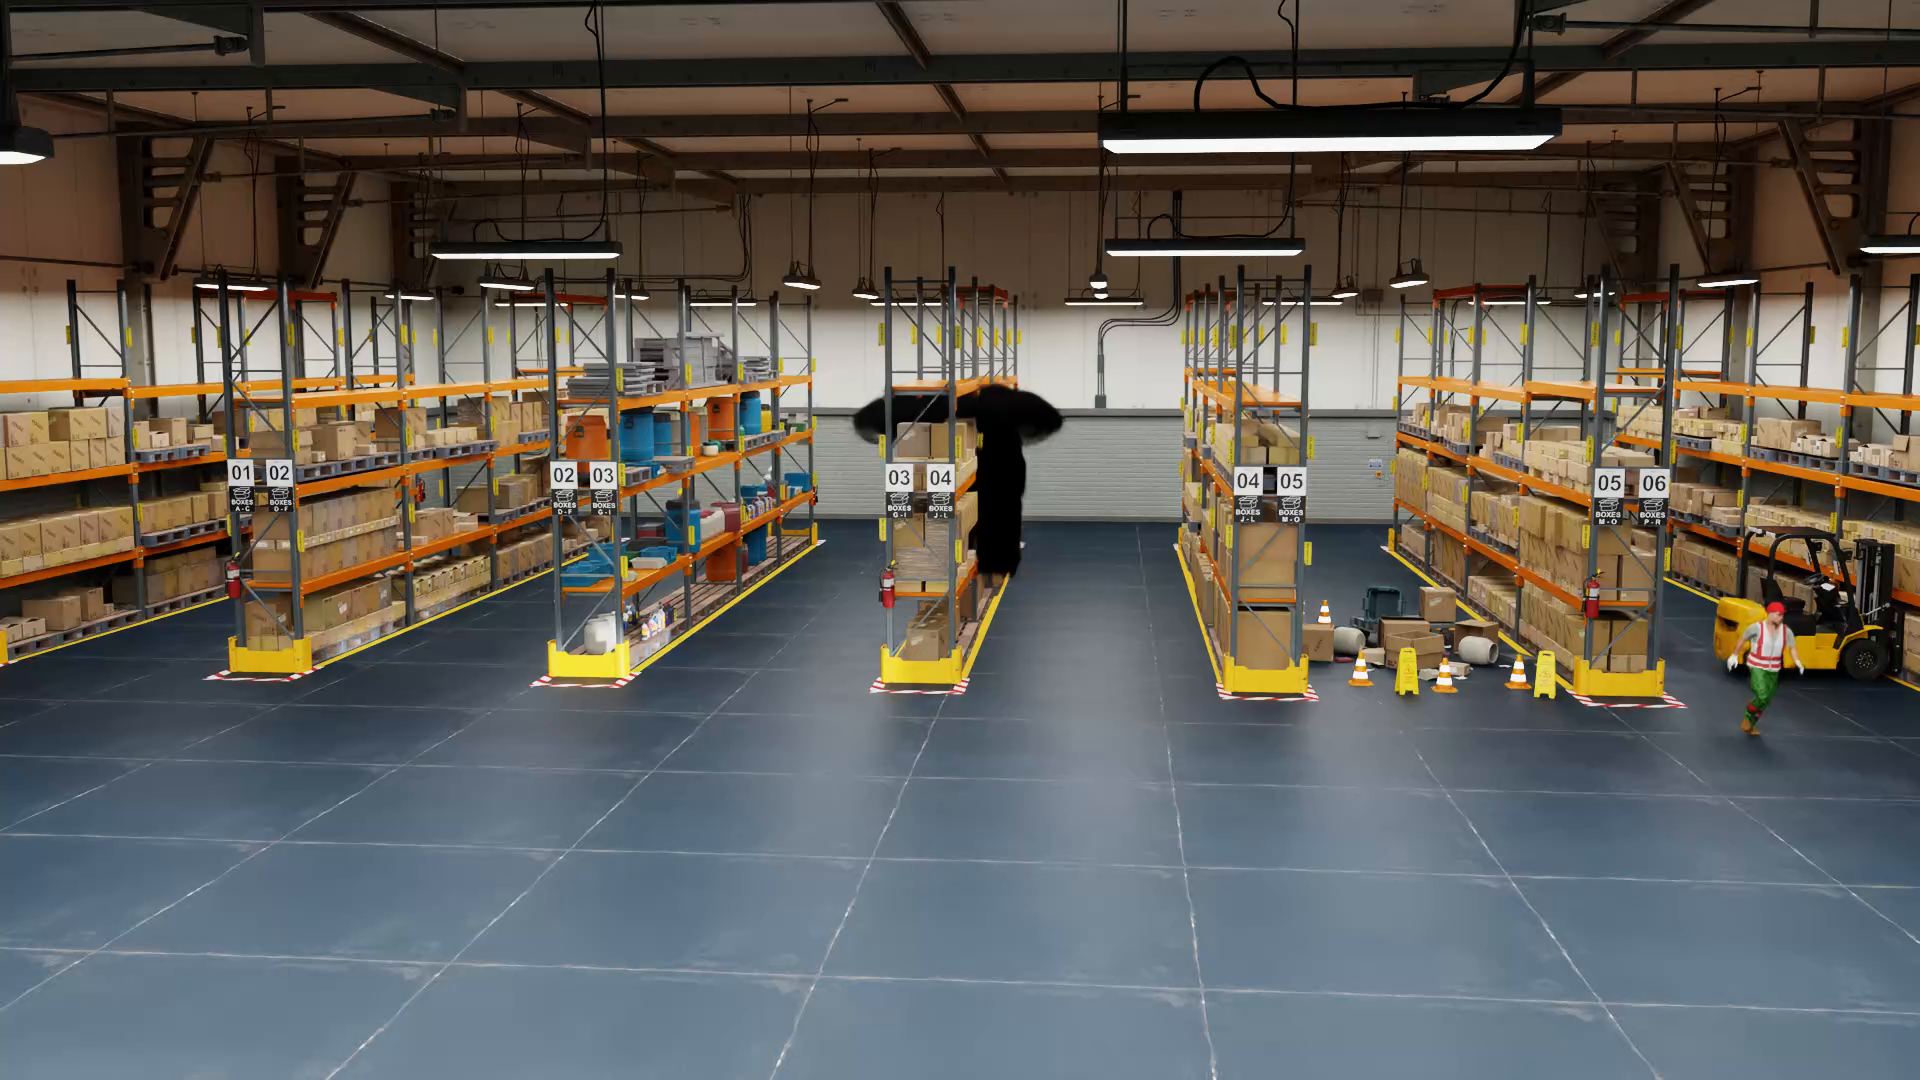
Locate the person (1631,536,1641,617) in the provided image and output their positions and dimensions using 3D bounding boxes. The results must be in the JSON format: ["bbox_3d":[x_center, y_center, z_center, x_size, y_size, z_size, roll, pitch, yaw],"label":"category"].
[{"bbox_3d":[11.536,0.732,28.647,0.591,1.622,0.688,-1,7,-6],"label":"person"}]

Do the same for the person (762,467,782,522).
[{"bbox_3d":[-5.138,-1.115,43.661,1.038,1.735,0.685,2,7,19],"label":"person"}]

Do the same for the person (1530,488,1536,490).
[{"bbox_3d":[12.644,-0.284,36.616,0.709,1.716,0.978,-2,7,-16],"label":"person"}]

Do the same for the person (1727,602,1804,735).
[{"bbox_3d":[10.081,1.617,20.740,0.636,1.734,0.833,-1,7,-6],"label":"person"}]

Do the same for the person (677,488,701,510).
[{"bbox_3d":[-6.177,-0.359,37.431,0.724,1.653,0.830,0,7,-3],"label":"person"}]
